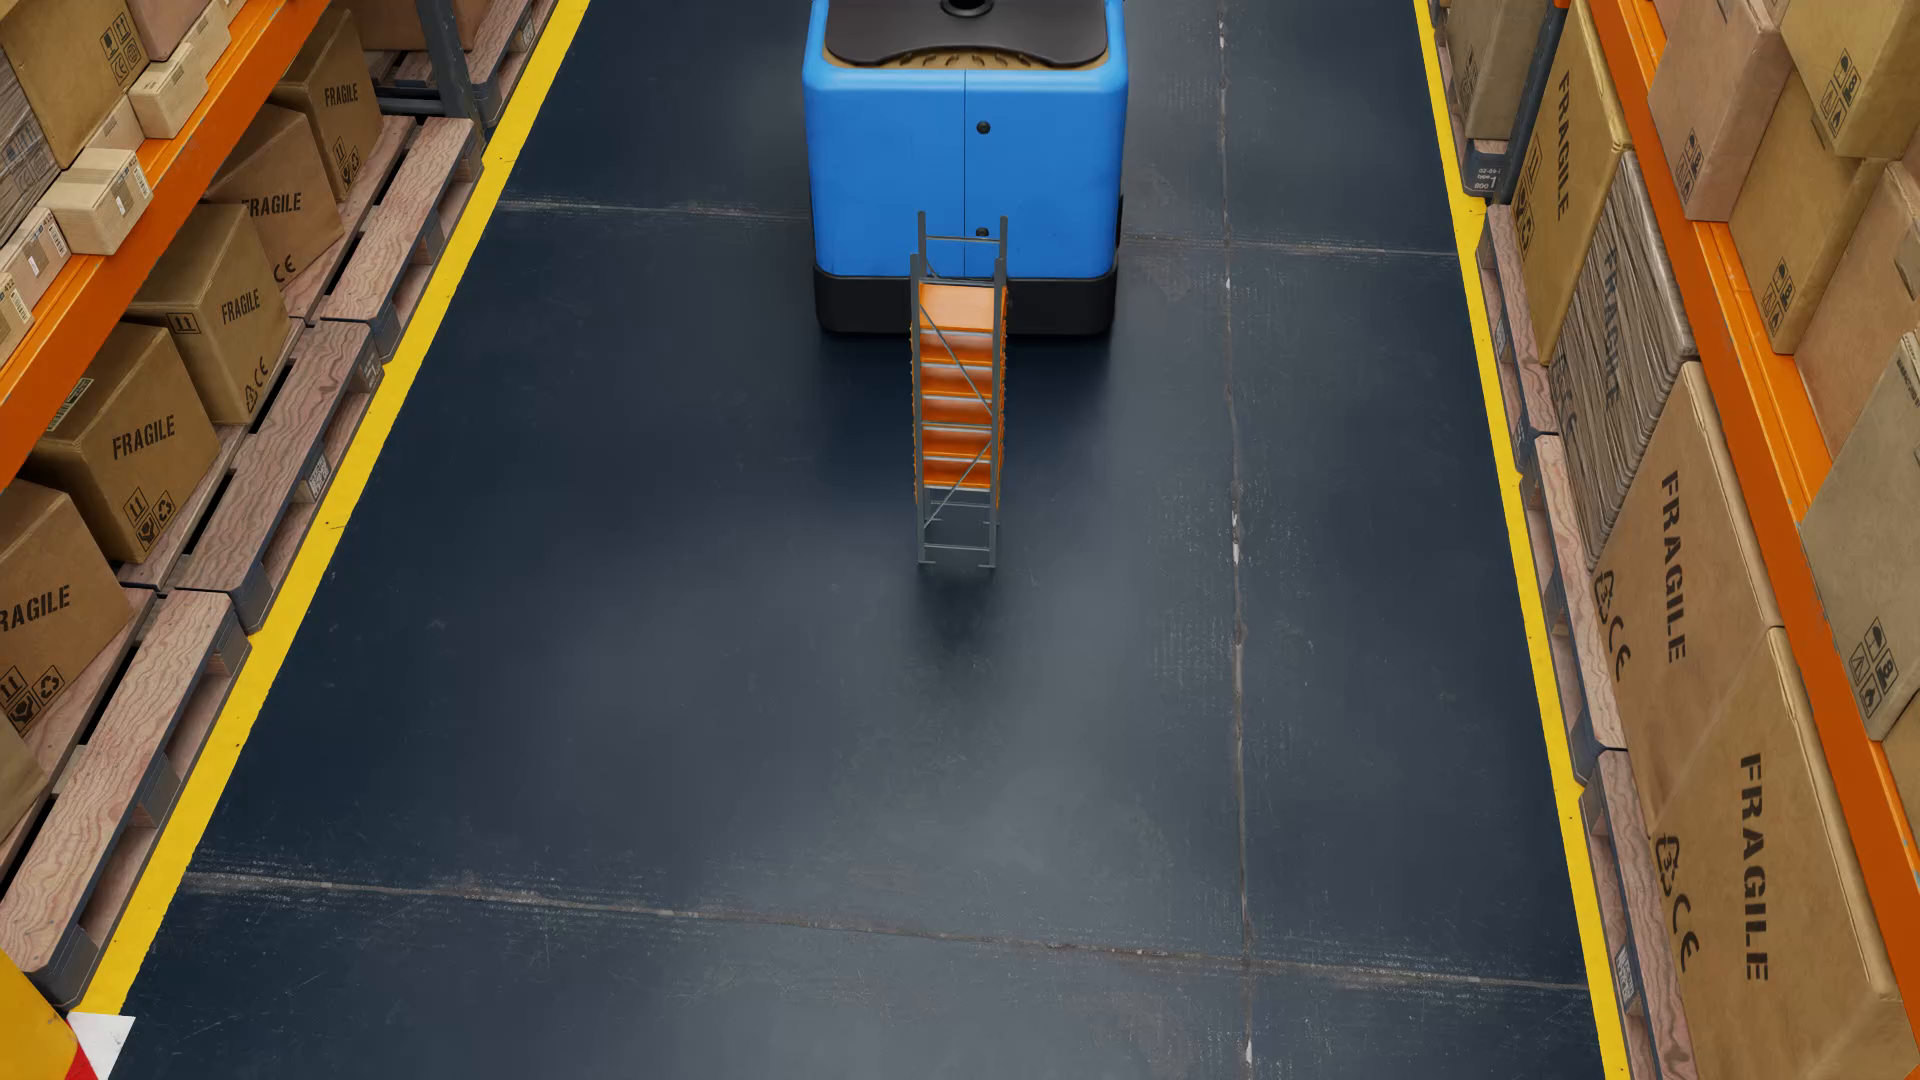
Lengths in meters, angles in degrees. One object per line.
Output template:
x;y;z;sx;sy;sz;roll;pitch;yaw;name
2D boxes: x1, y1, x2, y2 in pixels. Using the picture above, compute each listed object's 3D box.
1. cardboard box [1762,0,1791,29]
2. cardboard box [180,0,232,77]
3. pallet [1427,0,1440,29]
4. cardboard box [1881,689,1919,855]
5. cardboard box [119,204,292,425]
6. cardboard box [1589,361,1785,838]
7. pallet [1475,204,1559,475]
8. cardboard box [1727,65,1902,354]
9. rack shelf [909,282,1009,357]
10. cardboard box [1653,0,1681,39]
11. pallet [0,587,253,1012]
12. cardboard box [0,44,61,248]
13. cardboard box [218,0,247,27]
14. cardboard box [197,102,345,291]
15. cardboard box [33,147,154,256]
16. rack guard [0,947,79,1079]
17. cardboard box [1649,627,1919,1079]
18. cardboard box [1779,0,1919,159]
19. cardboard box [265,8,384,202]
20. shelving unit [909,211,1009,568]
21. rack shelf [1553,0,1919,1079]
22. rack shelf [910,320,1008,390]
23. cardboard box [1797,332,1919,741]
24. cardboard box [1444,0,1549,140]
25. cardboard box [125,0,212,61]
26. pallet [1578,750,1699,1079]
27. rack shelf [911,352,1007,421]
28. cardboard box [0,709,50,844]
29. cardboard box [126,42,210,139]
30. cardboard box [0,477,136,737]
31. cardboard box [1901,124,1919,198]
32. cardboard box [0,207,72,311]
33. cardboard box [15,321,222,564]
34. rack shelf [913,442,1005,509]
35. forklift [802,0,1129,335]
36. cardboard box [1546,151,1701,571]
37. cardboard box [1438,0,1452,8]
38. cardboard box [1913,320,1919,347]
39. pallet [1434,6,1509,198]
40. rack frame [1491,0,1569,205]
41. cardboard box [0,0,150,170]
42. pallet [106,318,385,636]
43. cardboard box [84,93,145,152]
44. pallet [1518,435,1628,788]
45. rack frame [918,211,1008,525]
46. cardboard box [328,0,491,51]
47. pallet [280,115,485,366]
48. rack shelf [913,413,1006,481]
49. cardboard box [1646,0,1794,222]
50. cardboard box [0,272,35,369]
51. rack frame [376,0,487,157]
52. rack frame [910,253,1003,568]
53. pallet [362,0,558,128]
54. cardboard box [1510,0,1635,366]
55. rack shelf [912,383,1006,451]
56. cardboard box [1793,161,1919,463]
2.331;-1.531;3.784;0.875;0.550;0.550;4;48;4;cardboard box
-2.301;-1.414;4.681;0.380;0.149;0.250;4;48;4;cardboard box
2.624;-2.714;7.589;1.003;0.211;1.213;4;48;4;pallet
2.144;0.429;2.723;0.875;0.550;0.550;4;48;4;cardboard box
-2.510;-0.716;5.281;0.500;0.500;0.500;0;48;0;cardboard box
2.229;0.181;4.207;0.875;0.875;0.875;3;48;3;cardboard box
2.373;-0.689;5.737;1.003;0.211;1.213;4;48;4;pallet
2.355;-0.772;3.821;0.875;0.550;0.500;4;48;4;cardboard box
-0.001;-0.607;4.565;0.258;0.103;0.180;4;48;4;rack shelf
2.470;-1.557;4.540;0.875;0.550;0.550;4;48;4;cardboard box
-2.659;0.638;4.523;1.003;0.211;1.213;4;48;4;pallet
-2.683;-0.929;3.797;0.875;0.500;0.500;4;48;4;cardboard box
-2.318;-1.600;4.851;0.380;0.149;0.250;4;48;4;cardboard box
-2.531;-1.177;5.703;0.500;0.500;0.500;18;50;16;cardboard box
-2.278;-0.857;4.171;0.380;0.149;0.250;4;48;4;cardboard box
-2.768;1.135;3.873;1.175;0.500;0.348;4;48;4;rack guard
2.151;0.828;3.615;0.875;0.875;0.875;4;48;4;cardboard box
2.291;-1.141;3.427;0.875;0.550;0.500;4;48;4;cardboard box
-2.487;-1.599;6.089;0.500;0.500;0.500;3;48;2;cardboard box
-0.001;-0.394;4.798;0.258;1.200;0.189;4;48;4;shelving unit
2.337;-0.471;4.136;1.077;0.370;4.000;4;48;4;rack shelf
-0.001;-0.526;4.653;0.258;0.103;0.180;4;48;4;rack shelf
2.172;0.024;3.094;0.875;0.550;0.550;4;48;4;cardboard box
2.487;-2.029;6.313;1.050;0.750;0.750;4;48;3;cardboard box
-2.539;-1.660;4.466;0.875;0.500;0.500;4;48;4;cardboard box
2.150;1.104;4.097;1.003;0.211;1.213;4;48;4;pallet
-0.001;-0.445;4.742;0.258;0.103;0.180;4;48;4;rack shelf
-2.701;0.592;4.085;0.500;0.500;0.500;12;49;11;cardboard box
-2.289;-1.228;4.510;0.380;0.149;0.250;4;48;4;cardboard box
-2.681;0.150;4.489;0.500;0.500;0.500;15;49;14;cardboard box
2.372;-0.742;3.063;0.875;0.550;0.550;4;48;4;cardboard box
-2.404;-0.680;4.009;0.380;0.149;0.250;4;48;4;cardboard box
-2.605;-0.309;4.909;0.500;0.500;0.500;8;48;7;cardboard box
-0.001;-0.202;5.007;0.258;0.103;0.180;4;48;4;rack shelf
0.041;-2.779;5.806;1.130;2.935;3.031;1;48;1;forklift
2.314;-0.488;4.819;0.875;0.875;0.875;4;48;4;cardboard box
2.578;-2.737;6.961;1.050;0.750;0.750;4;48;4;cardboard box
2.186;-0.340;2.695;0.875;0.550;0.550;4;48;4;cardboard box
2.515;-1.815;6.767;1.003;0.211;1.213;4;48;4;pallet
2.520;-2.184;5.215;1.000;3.000;0.127;4;48;4;rack frame
-2.626;-1.295;4.133;0.875;0.500;0.500;4;48;4;cardboard box
-2.545;-0.256;5.341;1.003;0.211;1.213;4;48;4;pallet
-2.388;-1.049;4.347;0.380;0.149;0.250;4;48;4;cardboard box
2.264;0.210;4.915;1.003;0.211;1.213;4;48;4;pallet
0.007;-0.462;4.859;0.240;1.200;0.006;4;48;4;rack frame
-2.333;-2.346;6.759;0.700;0.500;0.500;1;48;1;cardboard box
-2.436;-1.155;6.163;1.003;0.211;1.213;4;48;4;pallet
-0.001;-0.283;4.919;0.258;0.103;0.180;4;48;4;rack shelf
2.304;-1.168;4.184;0.875;0.550;0.550;4;48;4;cardboard box
-2.400;-0.494;3.840;0.380;0.149;0.250;4;48;4;cardboard box
-2.410;-2.592;5.588;1.000;3.000;0.127;4;48;4;rack frame
-0.010;-0.327;4.736;0.240;1.200;0.006;4;48;4;rack frame
-2.341;-2.223;7.140;1.003;0.211;1.213;4;48;4;pallet
2.393;-1.151;5.425;0.875;0.875;0.875;5;48;4;cardboard box
-0.001;-0.364;4.830;0.258;0.103;0.180;4;48;4;rack shelf
2.348;-0.380;3.463;0.875;0.550;0.550;4;48;4;cardboard box
